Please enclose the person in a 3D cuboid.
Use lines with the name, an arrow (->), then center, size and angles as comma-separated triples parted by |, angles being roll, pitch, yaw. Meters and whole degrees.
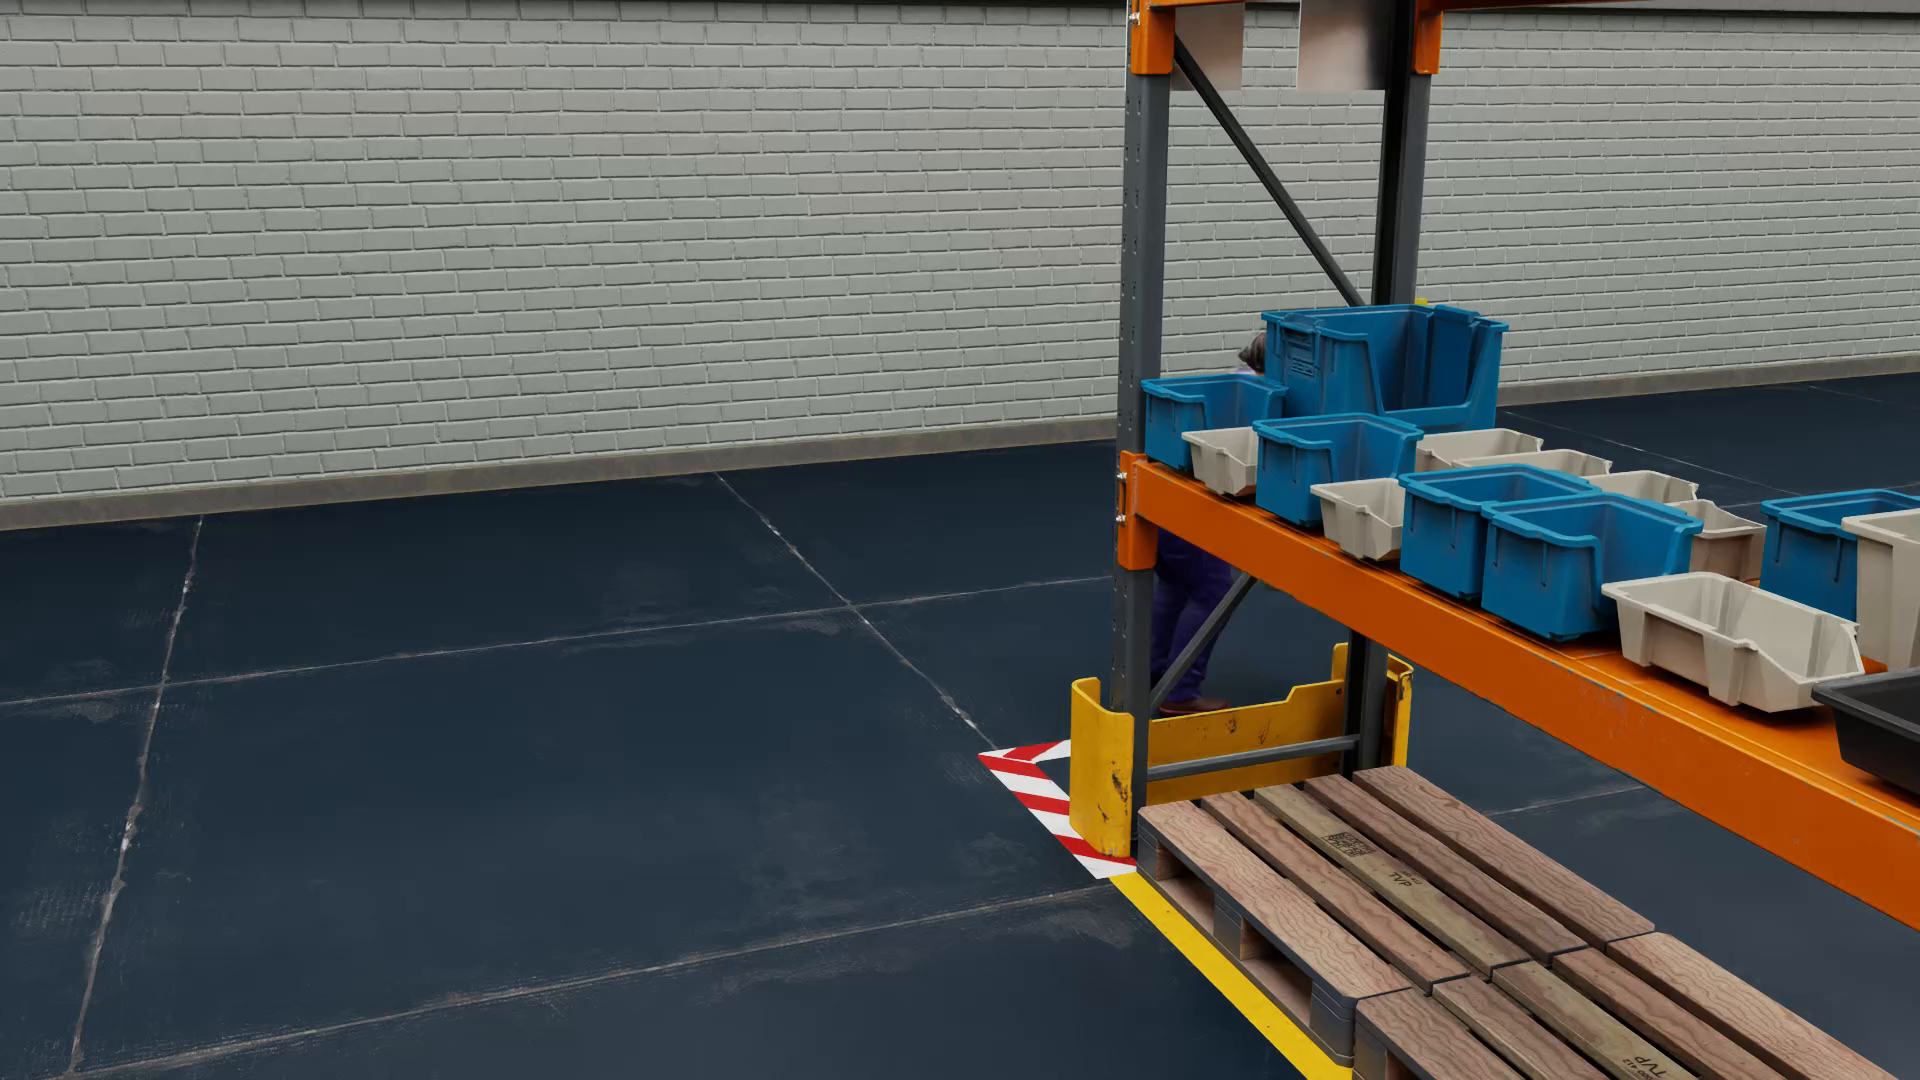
person -> 0.997, -0.069, 6.594 | 0.675, 1.497, 0.441 | -5, 17, -18
